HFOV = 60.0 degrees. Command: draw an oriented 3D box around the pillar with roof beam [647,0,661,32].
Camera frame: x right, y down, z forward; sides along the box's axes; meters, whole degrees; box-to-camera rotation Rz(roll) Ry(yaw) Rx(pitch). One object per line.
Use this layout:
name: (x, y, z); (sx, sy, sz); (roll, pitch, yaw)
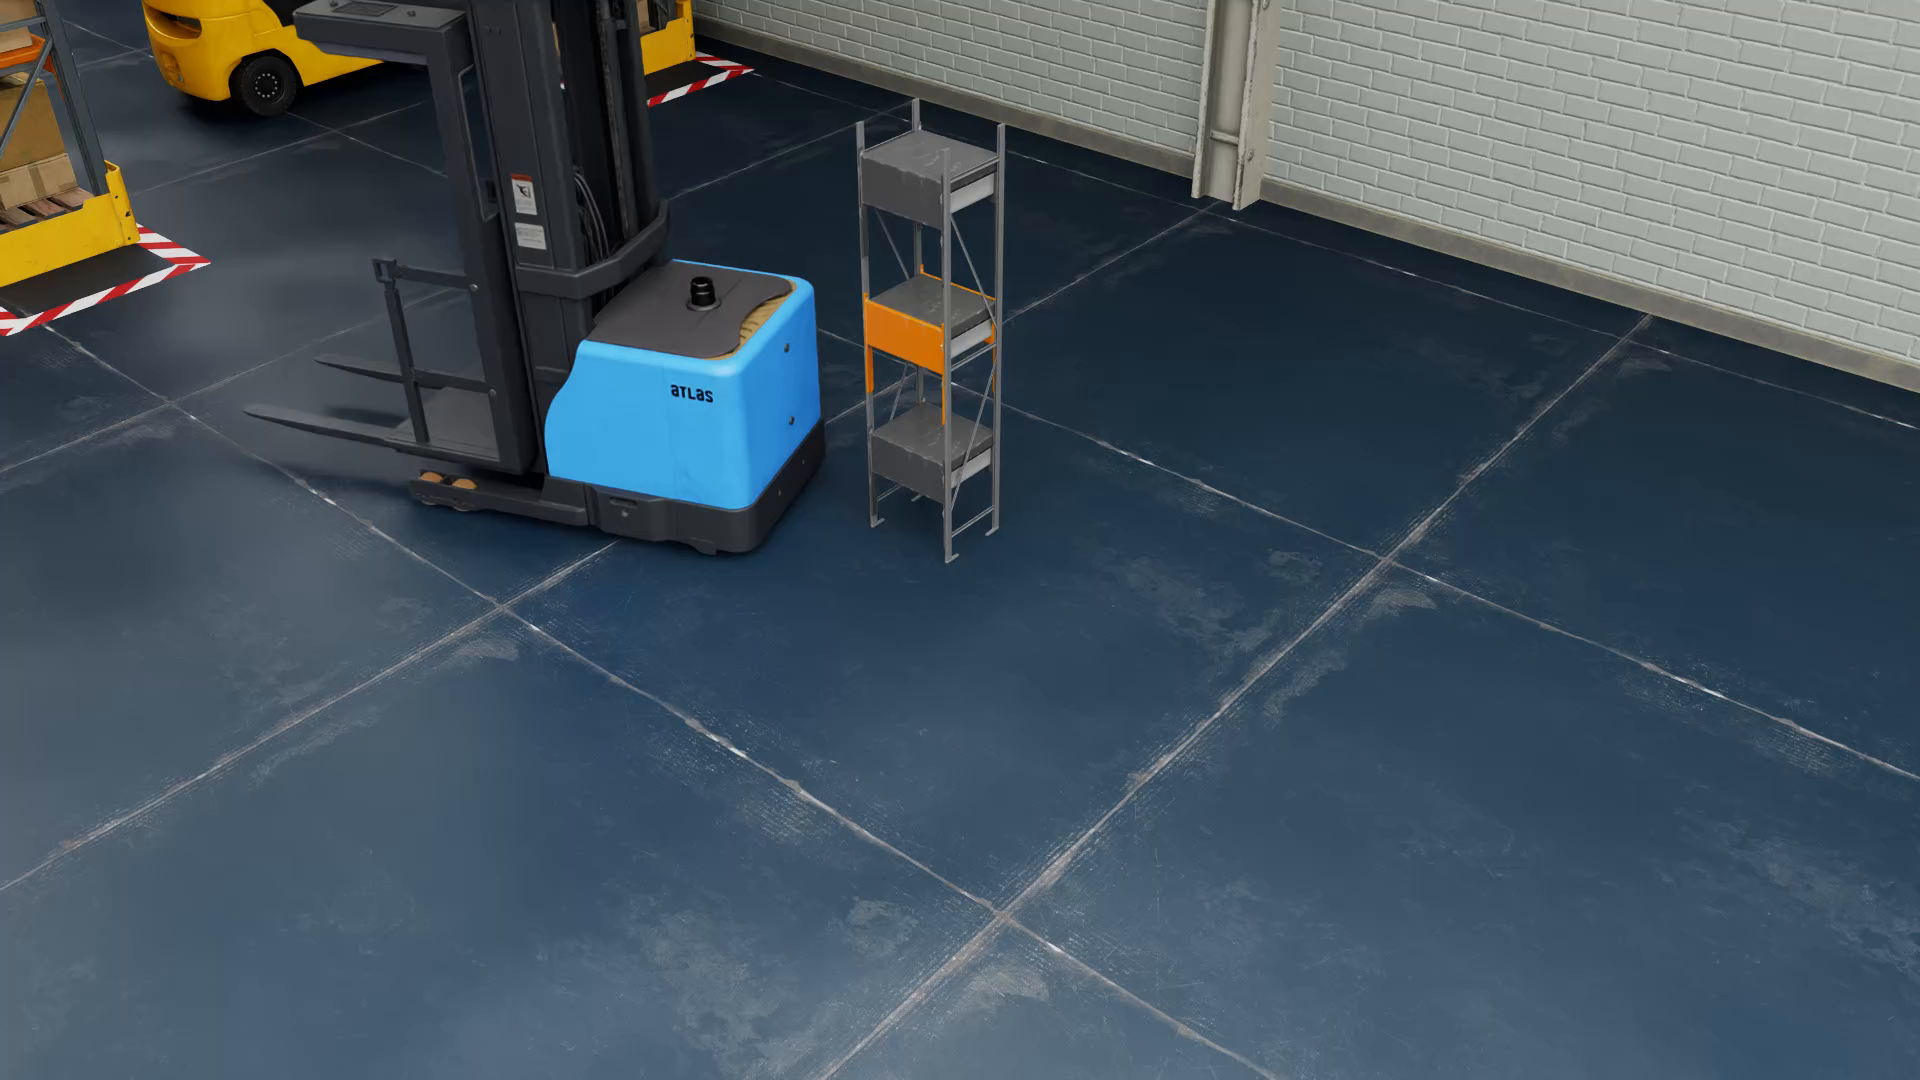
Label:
pillar with roof beam: (-5.478, -6.443, 9.684); (0.400, 9.000, 9.100); (25, 42, 32)

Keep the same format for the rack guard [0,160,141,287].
rack guard: (-5.996, -2.035, 10.772); (0.348, 0.500, 1.175); (25, 42, 32)

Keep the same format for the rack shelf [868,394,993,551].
rack shelf: (-0.127, -0.337, 8.147); (0.480, 0.518, 0.431); (25, 42, 32)

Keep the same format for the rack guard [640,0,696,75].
rack guard: (-2.746, -4.160, 13.866); (0.348, 0.500, 1.175); (25, 42, 32)

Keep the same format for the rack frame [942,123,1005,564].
rack frame: (0.060, -0.837, 7.614); (0.015, 2.100, 0.400); (25, 42, 32)

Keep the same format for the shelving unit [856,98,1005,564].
shelving unit: (-0.127, -0.926, 7.743); (0.503, 2.100, 0.431); (25, 42, 32)

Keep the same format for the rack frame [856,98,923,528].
rack frame: (-0.315, -1.014, 7.872); (0.015, 2.100, 0.400); (25, 42, 32)

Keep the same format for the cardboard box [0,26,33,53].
cardboard box: (-6.067, -3.148, 10.406); (0.250, 0.149, 0.380); (25, 42, 32)

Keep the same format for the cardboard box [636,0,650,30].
cardboard box: (-3.017, -4.502, 14.213); (0.500, 0.250, 0.500); (25, 42, 32)

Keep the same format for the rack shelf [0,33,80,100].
rack shelf: (-7.475, -3.466, 11.283); (4.000, 0.370, 1.077); (25, 42, 32)

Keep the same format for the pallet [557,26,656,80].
pallet: (-3.379, -4.308, 14.337); (1.213, 0.211, 1.003); (25, 42, 32)

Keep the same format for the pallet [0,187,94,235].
pallet: (-6.598, -2.226, 11.305); (1.213, 0.211, 1.003); (25, 42, 32)

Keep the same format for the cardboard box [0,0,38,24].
cardboard box: (-6.124, -3.494, 10.337); (0.500, 0.500, 0.500); (25, 41, 31)

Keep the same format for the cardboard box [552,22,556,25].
cardboard box: (-3.339, -4.485, 13.748); (0.500, 0.250, 0.500); (25, 41, 31)

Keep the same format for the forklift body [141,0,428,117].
forklift body: (-5.389, -4.742, 13.256); (1.214, 2.155, 2.313); (25, 42, 32)

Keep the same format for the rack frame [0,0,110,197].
rack frame: (-5.938, -3.038, 10.024); (0.127, 3.000, 1.000); (25, 42, 32)

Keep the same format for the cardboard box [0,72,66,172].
cardboard box: (-6.400, -2.808, 11.084); (0.500, 0.500, 0.500); (24, 41, 30)

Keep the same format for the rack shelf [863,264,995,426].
rack shelf: (-0.127, -0.914, 7.751); (0.480, 0.518, 0.431); (25, 42, 32)

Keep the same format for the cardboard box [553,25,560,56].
cardboard box: (-3.328, -4.272, 13.878); (0.500, 0.250, 0.500); (26, 42, 32)

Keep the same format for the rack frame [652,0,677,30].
rack frame: (-2.765, -5.199, 13.171); (0.127, 3.000, 1.000); (25, 42, 32)

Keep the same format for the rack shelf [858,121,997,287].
rack shelf: (-0.127, -1.491, 7.354); (0.480, 0.518, 0.431); (25, 42, 32)

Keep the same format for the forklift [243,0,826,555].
forklift: (-2.283, -1.623, 8.024); (3.031, 2.935, 1.130); (11, 36, 15)

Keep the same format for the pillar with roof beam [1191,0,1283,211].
pillar with roof beam: (-0.867, -4.270, 6.519); (0.400, 9.000, 9.100); (25, 42, 32)

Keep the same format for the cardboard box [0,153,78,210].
cardboard box: (-6.381, -2.490, 11.285); (0.500, 0.250, 0.500); (25, 42, 31)
